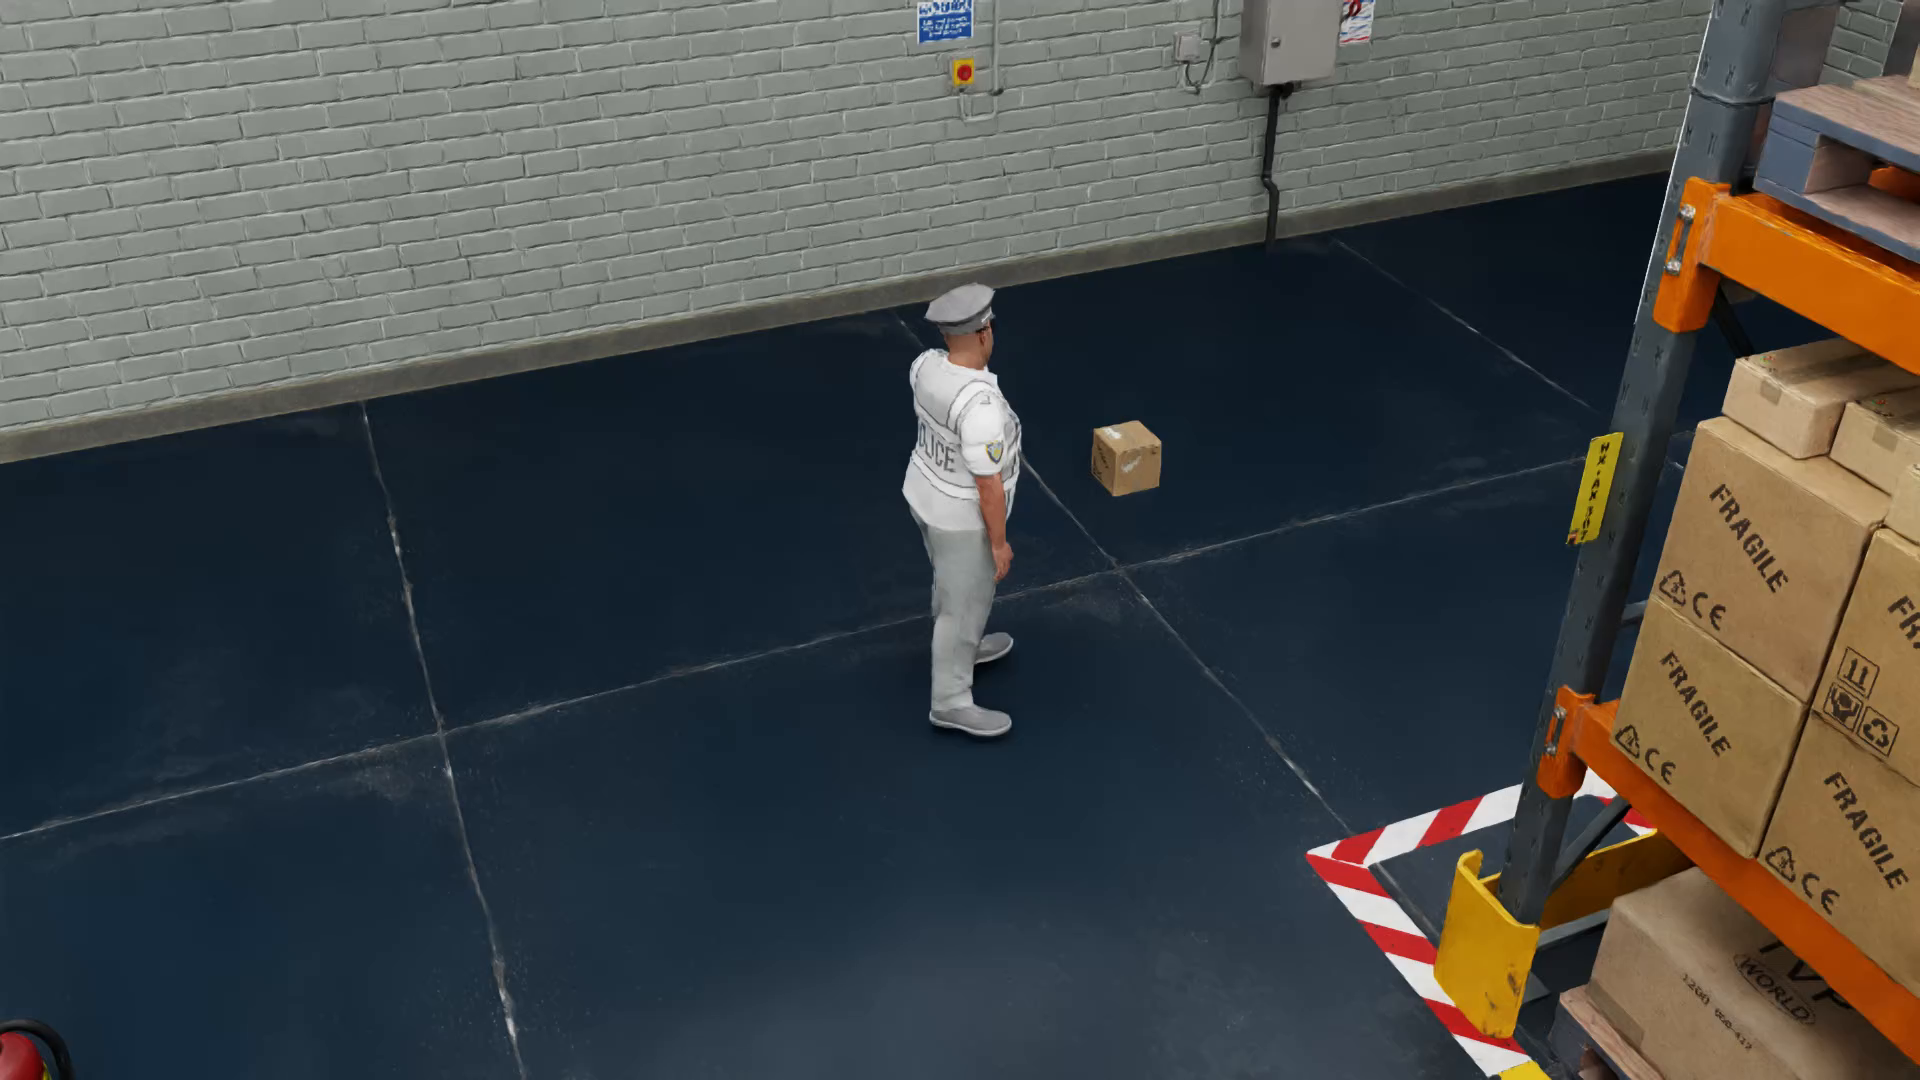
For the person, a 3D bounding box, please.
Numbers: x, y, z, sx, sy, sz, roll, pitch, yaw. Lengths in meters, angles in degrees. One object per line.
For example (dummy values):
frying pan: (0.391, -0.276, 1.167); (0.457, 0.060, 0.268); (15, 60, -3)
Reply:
person: (0.057, -0.127, 6.282); (0.515, 1.755, 0.627); (-15, 36, -21)
